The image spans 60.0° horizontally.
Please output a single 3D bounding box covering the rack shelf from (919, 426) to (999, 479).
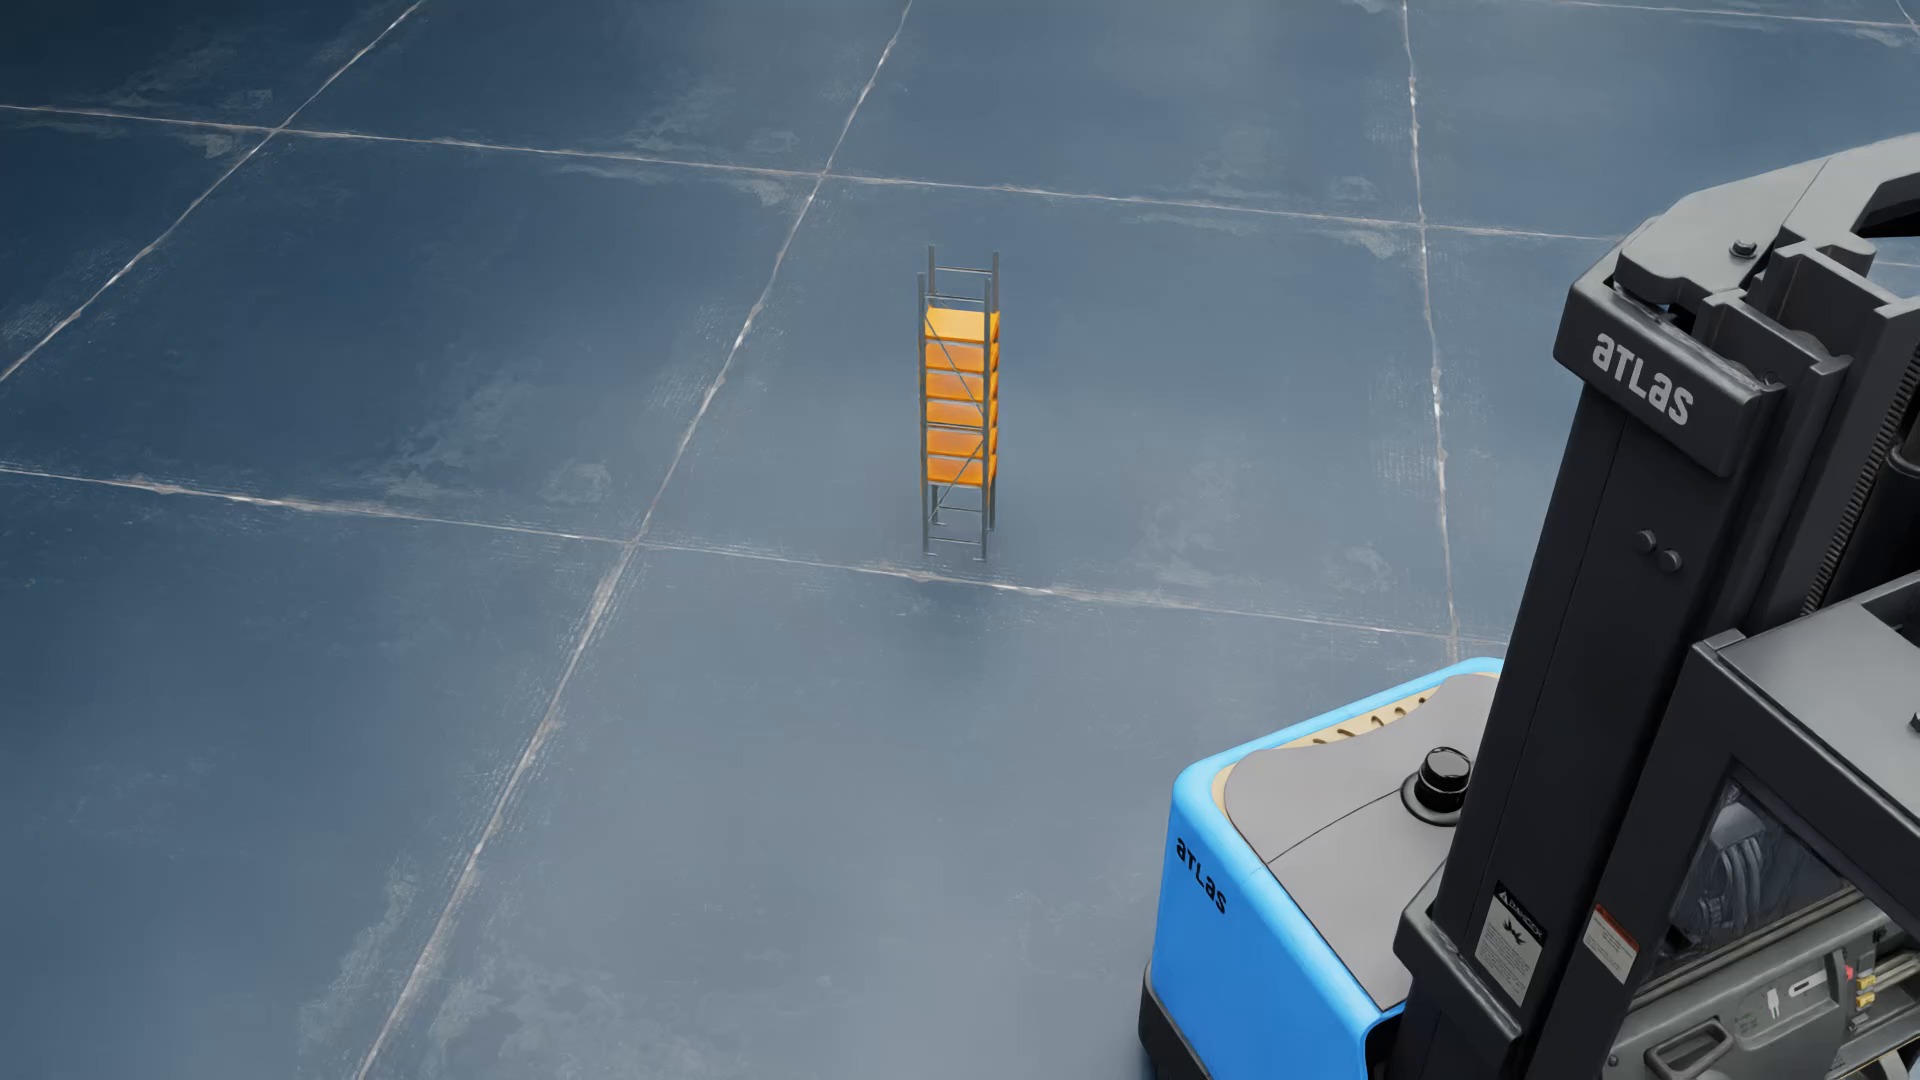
[{"bbox_3d":[-0.002,-0.327,5.961,0.258,0.103,0.180,6,40,8],"label":"rack shelf"}]

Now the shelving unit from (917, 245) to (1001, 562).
[{"bbox_3d":[-0.002,-0.453,5.857,0.258,1.200,0.189,6,40,8],"label":"shelving unit"}]

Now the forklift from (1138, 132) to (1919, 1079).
[{"bbox_3d":[1.579,0.953,2.797,1.130,2.935,3.031,-17,43,-20],"label":"forklift"}]

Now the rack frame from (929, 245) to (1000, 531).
[{"bbox_3d":[0.013,-0.511,5.926,0.240,1.200,0.006,6,40,8],"label":"rack frame"}]

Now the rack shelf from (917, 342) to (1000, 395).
[{"bbox_3d":[-0.002,-0.604,5.732,0.258,0.103,0.180,6,40,8],"label":"rack shelf"}]

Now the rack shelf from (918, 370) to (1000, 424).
[{"bbox_3d":[-0.002,-0.512,5.809,0.258,0.103,0.180,6,40,8],"label":"rack shelf"}]

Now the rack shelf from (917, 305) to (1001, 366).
[{"bbox_3d":[-0.002,-0.697,5.656,0.258,0.103,0.180,6,40,8],"label":"rack shelf"}]

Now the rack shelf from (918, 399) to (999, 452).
[{"bbox_3d":[-0.002,-0.419,5.885,0.258,0.103,0.180,6,40,8],"label":"rack shelf"}]

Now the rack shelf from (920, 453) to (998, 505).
[{"bbox_3d":[-0.003,-0.234,6.038,0.258,0.103,0.180,6,40,8],"label":"rack shelf"}]

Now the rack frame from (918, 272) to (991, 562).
[{"bbox_3d":[-0.018,-0.396,5.787,0.240,1.200,0.006,6,40,8],"label":"rack frame"}]
